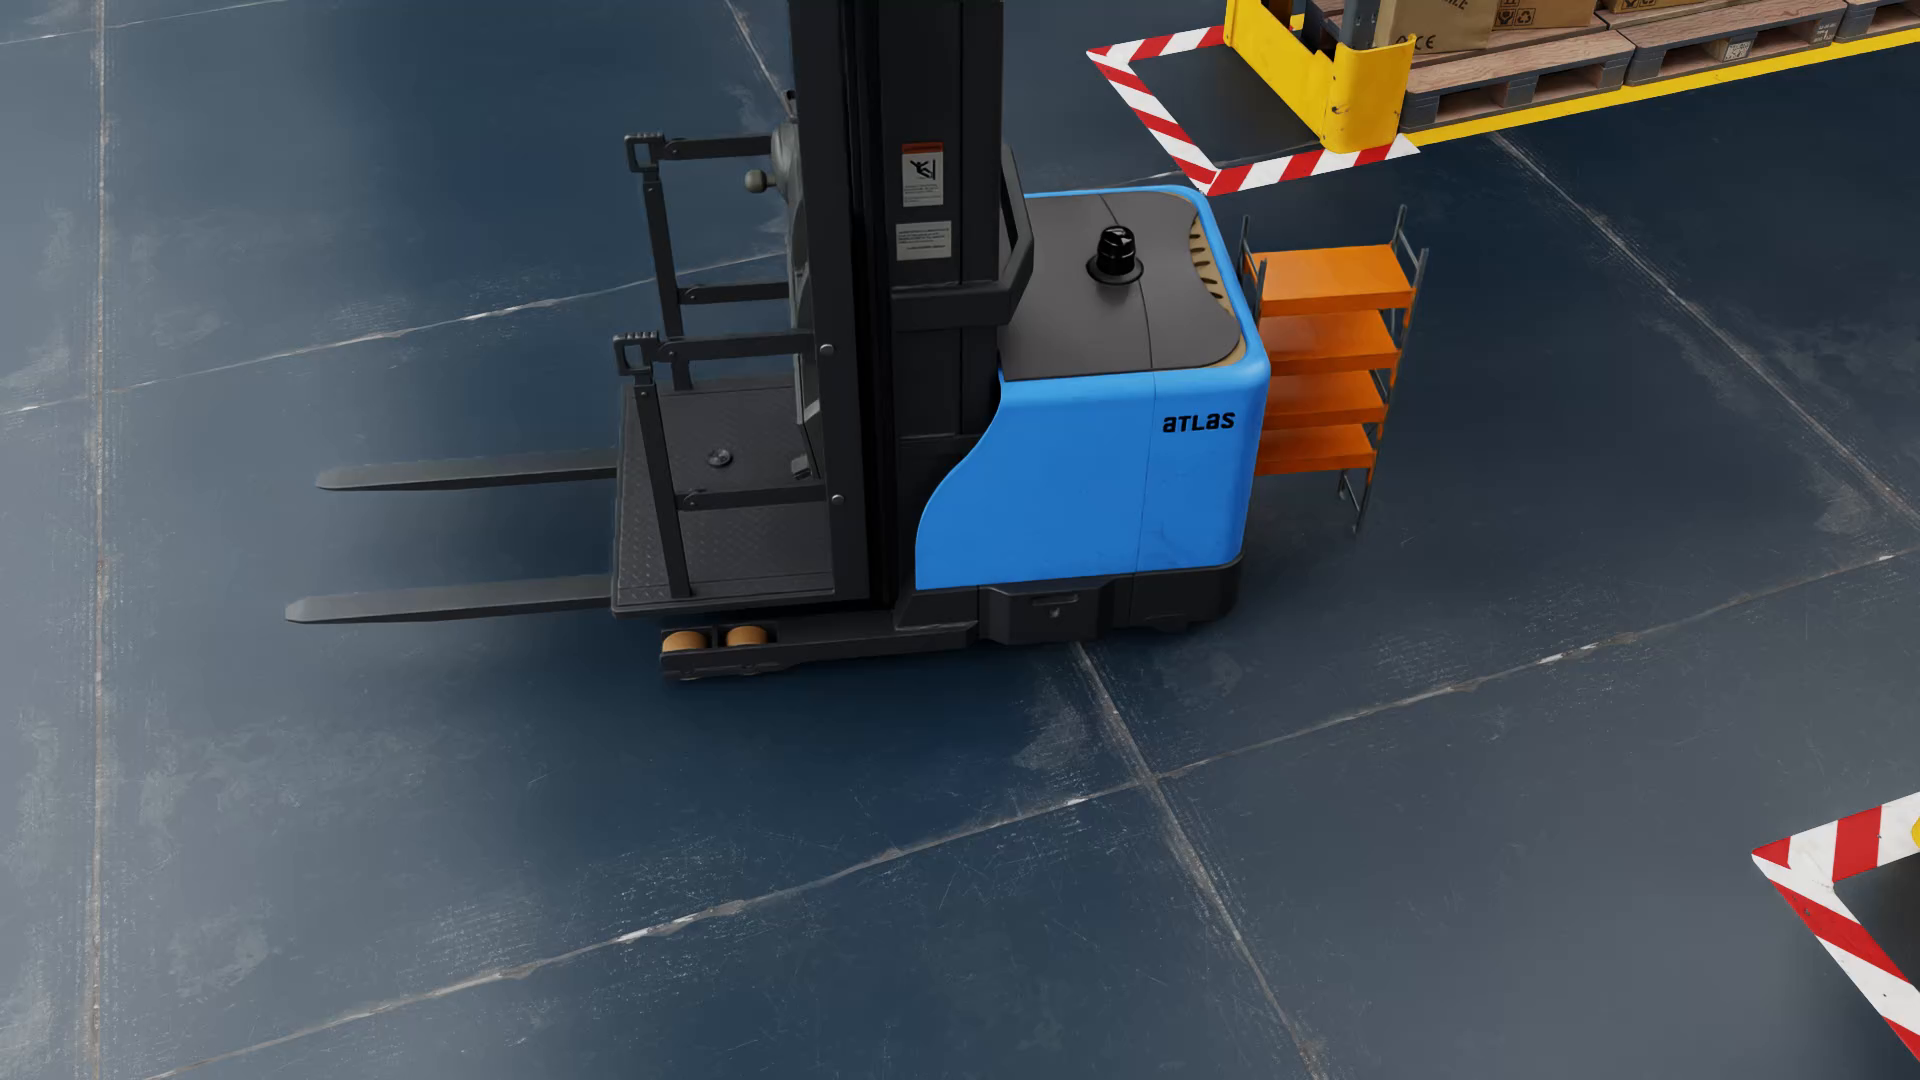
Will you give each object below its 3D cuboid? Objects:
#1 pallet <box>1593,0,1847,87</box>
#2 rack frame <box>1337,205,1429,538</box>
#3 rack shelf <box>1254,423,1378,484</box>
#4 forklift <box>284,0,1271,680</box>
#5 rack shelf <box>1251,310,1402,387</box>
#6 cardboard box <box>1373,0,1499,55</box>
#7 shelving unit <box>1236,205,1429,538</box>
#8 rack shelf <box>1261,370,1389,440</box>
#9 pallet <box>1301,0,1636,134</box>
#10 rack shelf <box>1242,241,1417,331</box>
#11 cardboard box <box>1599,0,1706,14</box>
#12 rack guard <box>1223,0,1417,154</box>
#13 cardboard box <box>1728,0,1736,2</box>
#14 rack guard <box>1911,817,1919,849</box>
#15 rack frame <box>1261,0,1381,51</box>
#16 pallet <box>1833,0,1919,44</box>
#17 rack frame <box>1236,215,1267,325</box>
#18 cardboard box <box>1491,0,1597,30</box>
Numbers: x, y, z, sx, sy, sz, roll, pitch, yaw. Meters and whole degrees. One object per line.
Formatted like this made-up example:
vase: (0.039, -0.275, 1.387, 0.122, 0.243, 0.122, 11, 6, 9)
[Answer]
pallet: (3.563, -2.692, 8.284, 1.213, 0.211, 1.003, -14, 47, -14)
rack frame: (1.365, -0.515, 5.416, 0.015, 1.200, 0.240, -5, 45, -4)
rack shelf: (1.122, -0.308, 5.586, 0.480, 0.148, 0.258, -5, 45, -4)
forklift: (-0.643, -0.984, 4.661, 3.031, 2.935, 1.130, -5, 45, -4)
rack shelf: (1.122, -0.606, 5.286, 0.480, 0.148, 0.258, -5, 45, -4)
cardboard box: (2.162, -2.601, 7.693, 0.500, 0.500, 0.500, -6, 45, -6)
shelving unit: (1.122, -0.496, 5.397, 0.503, 1.200, 0.258, -5, 45, -4)
rack shelf: (1.122, -0.448, 5.445, 0.480, 0.148, 0.258, -5, 45, -4)
pallet: (2.417, -2.402, 7.995, 1.213, 0.211, 1.003, -14, 47, -14)
rack shelf: (1.122, -0.773, 5.119, 0.480, 0.148, 0.258, -5, 45, -4)
cardboard box: (3.308, -2.905, 7.996, 0.500, 0.500, 0.500, -10, 46, -10)
rack guard: (1.641, -2.332, 7.721, 0.348, 0.500, 1.175, -14, 47, -14)
cardboard box: (3.849, -3.010, 8.100, 0.500, 0.500, 0.500, -18, 48, -17)
rack guard: (3.136, 1.021, 4.379, 0.348, 0.500, 1.175, -14, 47, -14)
rack frame: (1.569, -3.196, 6.817, 0.127, 3.000, 1.000, -14, 47, -14)
pallet: (4.712, -2.988, 8.579, 1.213, 0.211, 1.003, -14, 47, -14)
rack frame: (0.880, -0.477, 5.378, 0.015, 1.200, 0.240, -5, 45, -4)
cardboard box: (2.713, -2.767, 7.859, 0.500, 0.500, 0.500, -3, 45, -3)
